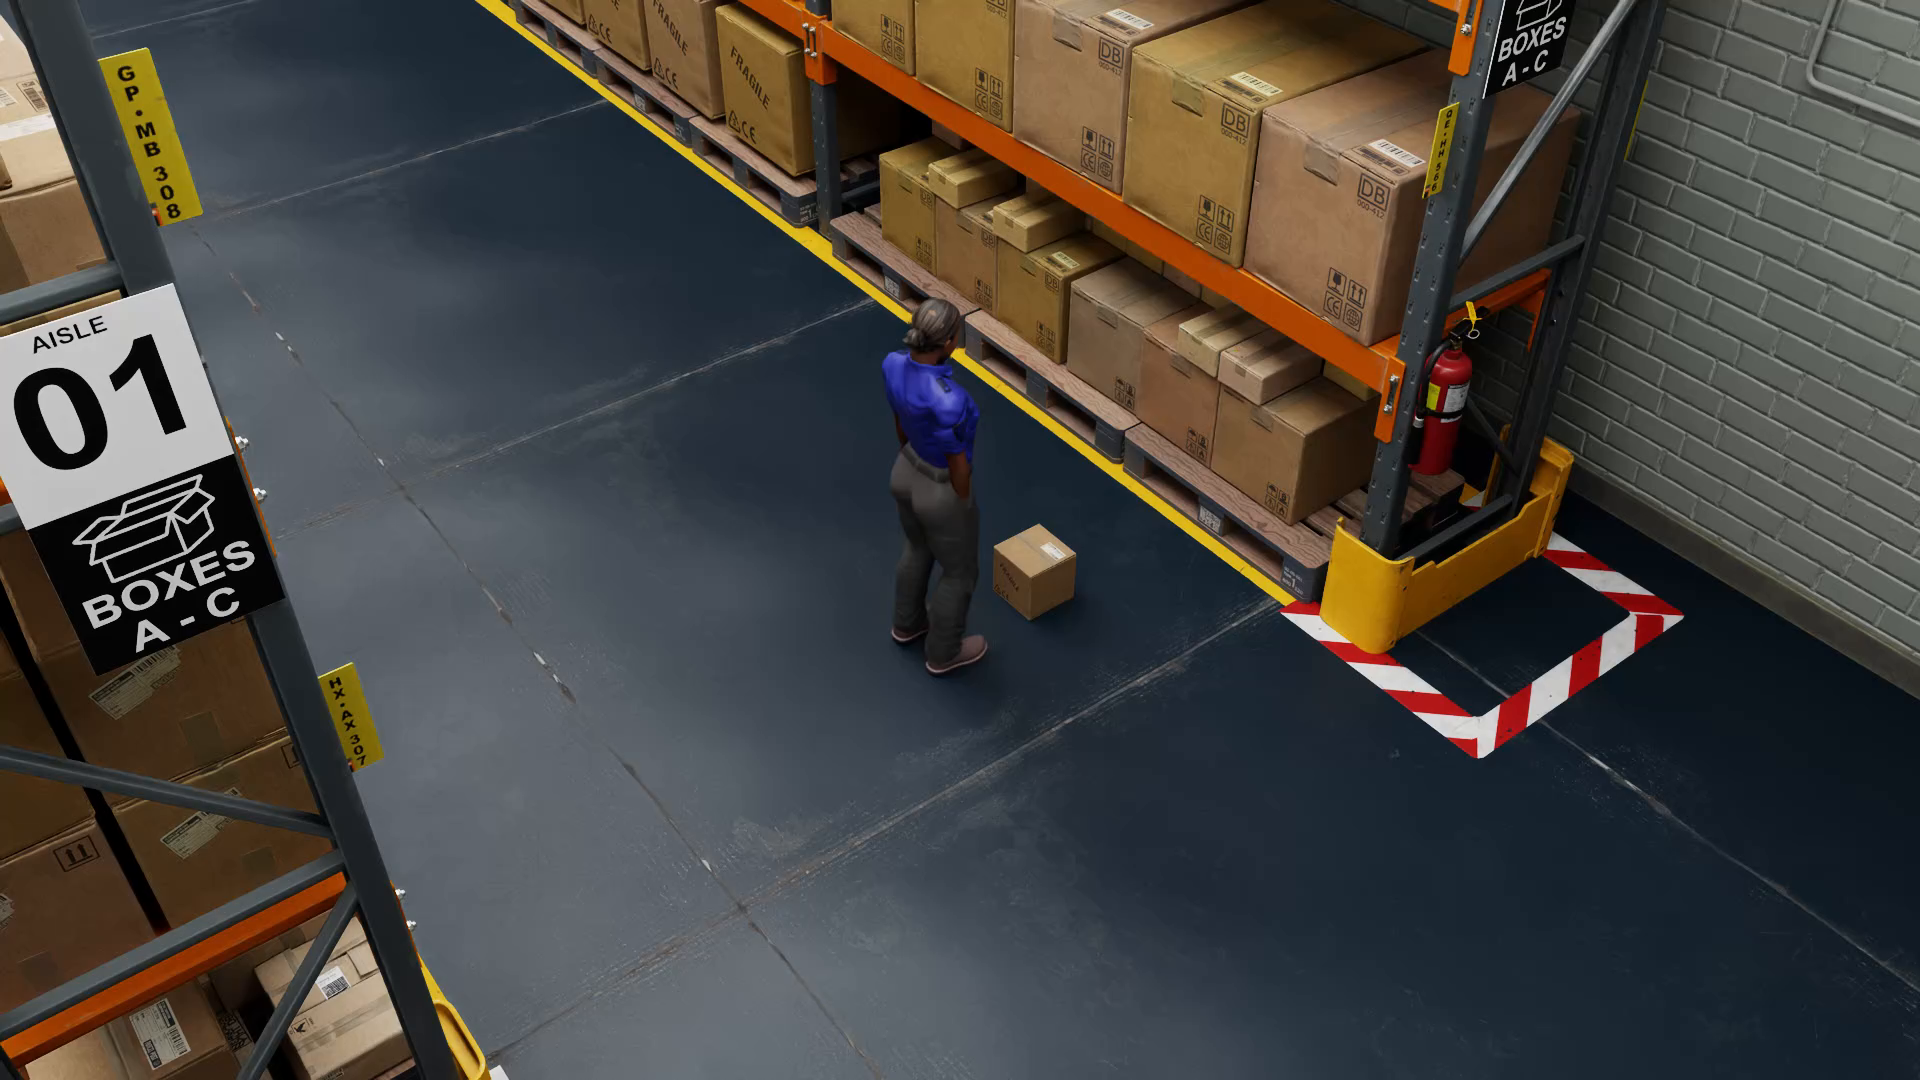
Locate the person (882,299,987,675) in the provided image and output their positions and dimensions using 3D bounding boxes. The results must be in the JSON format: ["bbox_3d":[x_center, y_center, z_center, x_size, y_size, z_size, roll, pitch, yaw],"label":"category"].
[{"bbox_3d":[-0.103,-0.207,6.416,0.305,1.649,0.440,-26,47,-27],"label":"person"}]
